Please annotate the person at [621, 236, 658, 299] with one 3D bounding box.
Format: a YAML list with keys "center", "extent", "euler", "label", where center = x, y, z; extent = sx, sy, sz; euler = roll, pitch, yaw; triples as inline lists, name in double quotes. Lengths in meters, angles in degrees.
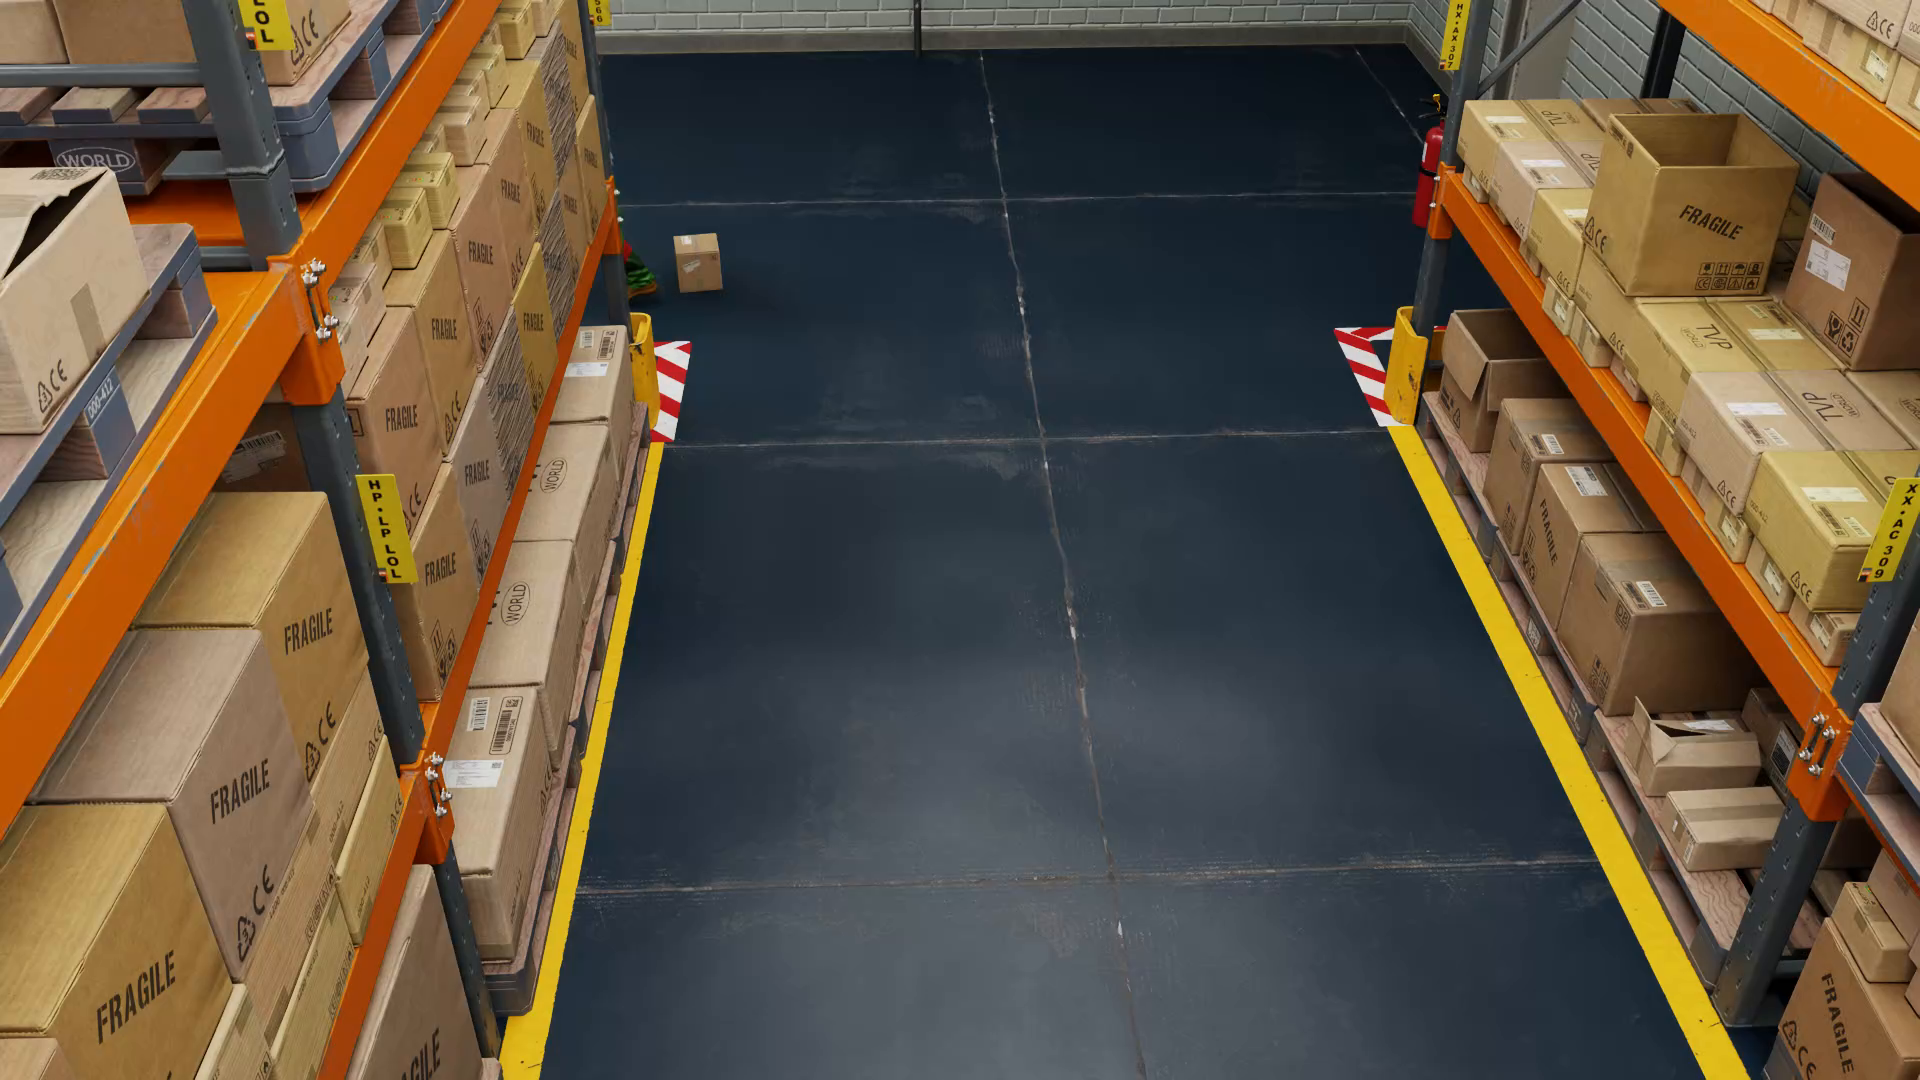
- center: [-2.294, -2.061, 9.086]
  extent: [1.114, 1.728, 0.552]
  euler: [-5, 35, -7]
  label: "person"
